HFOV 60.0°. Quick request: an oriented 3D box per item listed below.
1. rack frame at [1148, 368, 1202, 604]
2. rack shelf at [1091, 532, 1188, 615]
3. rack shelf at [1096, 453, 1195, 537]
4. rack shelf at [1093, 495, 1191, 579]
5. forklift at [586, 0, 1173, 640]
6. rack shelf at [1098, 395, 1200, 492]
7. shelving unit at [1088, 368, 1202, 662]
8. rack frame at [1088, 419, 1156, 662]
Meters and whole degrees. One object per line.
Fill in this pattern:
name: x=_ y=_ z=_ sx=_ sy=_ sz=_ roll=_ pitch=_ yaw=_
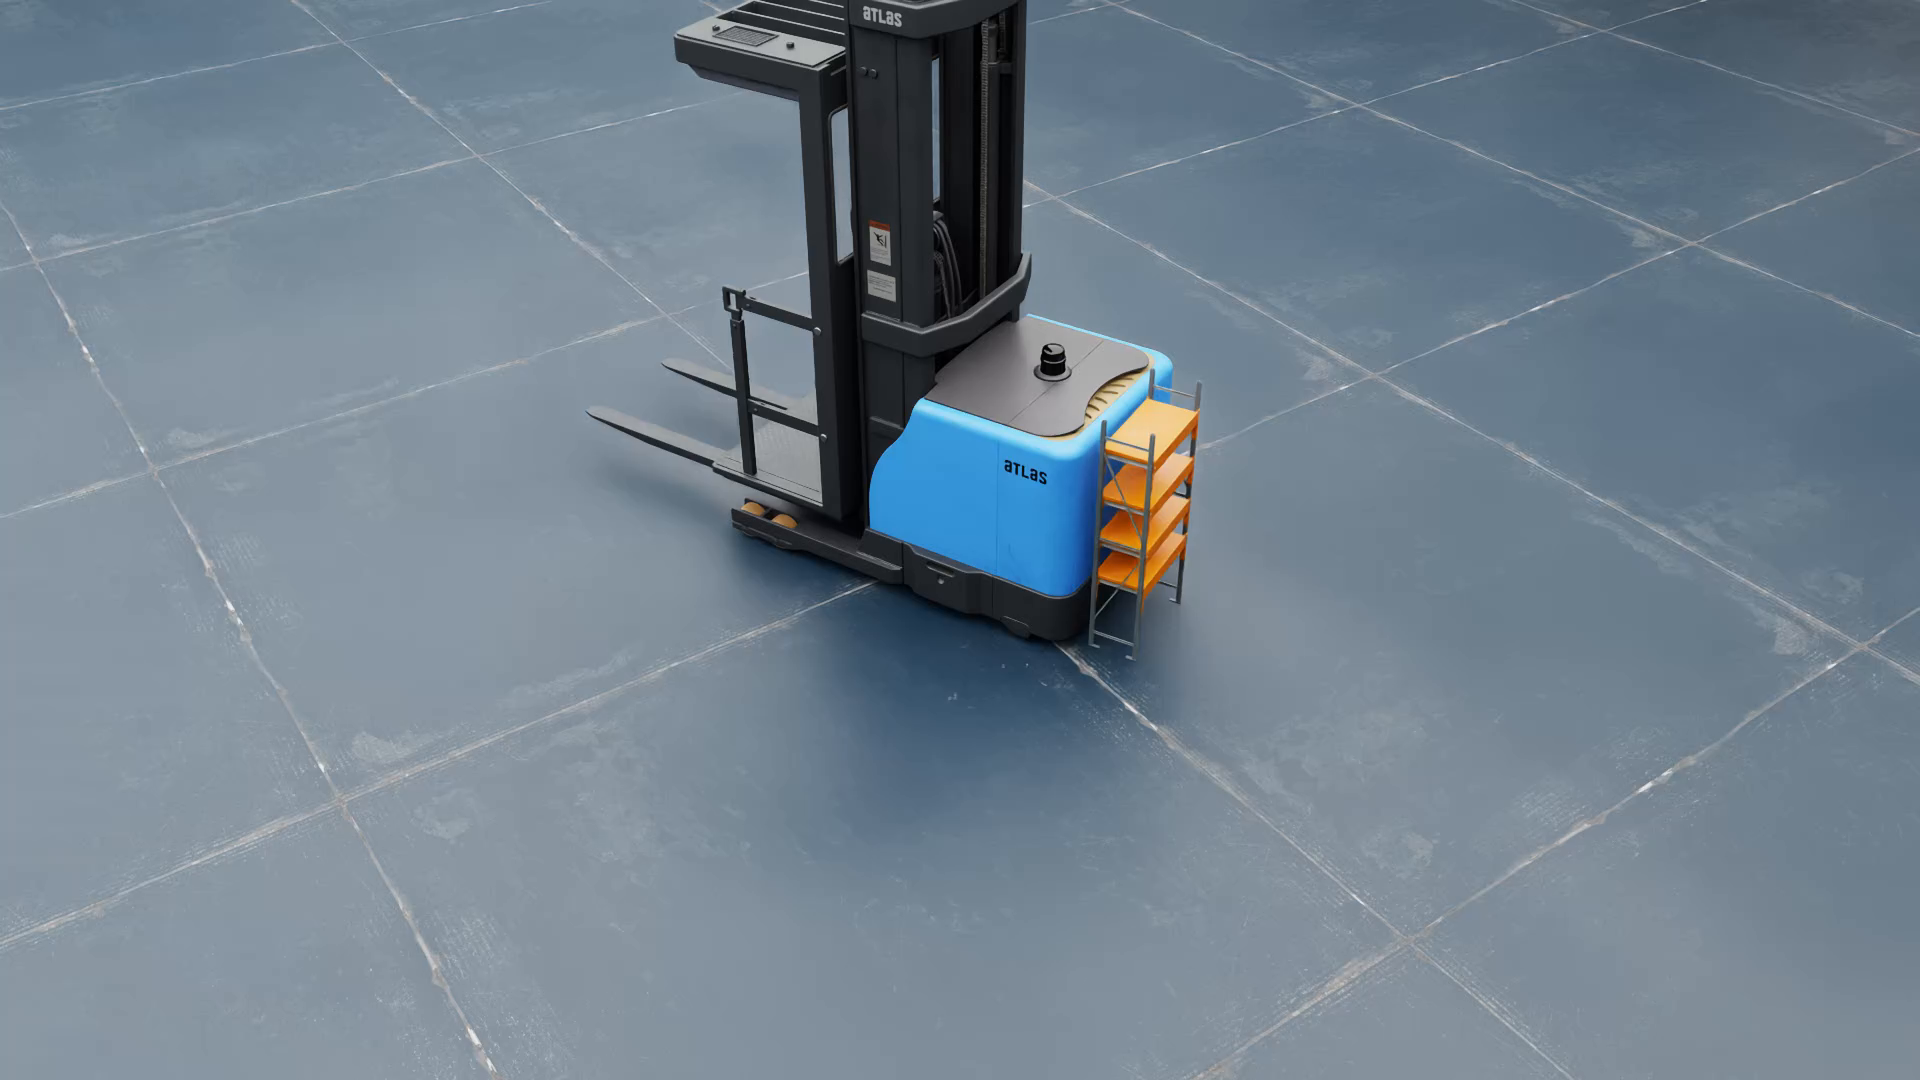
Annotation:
rack frame: x=0.933 y=-0.224 z=7.534 sx=0.240 sy=1.200 sz=0.015 roll=18 pitch=40 yaw=24
rack shelf: x=0.813 y=0.116 z=7.517 sx=0.258 sy=0.148 sz=0.480 roll=18 pitch=40 yaw=24
rack shelf: x=0.813 y=-0.227 z=7.270 sx=0.258 sy=0.148 sz=0.480 roll=18 pitch=40 yaw=24
rack shelf: x=0.813 y=-0.045 z=7.401 sx=0.258 sy=0.148 sz=0.480 roll=18 pitch=40 yaw=24
forklift: x=-0.531 y=-1.386 z=7.667 sx=3.031 sy=2.935 sz=1.130 roll=20 pitch=40 yaw=26
rack shelf: x=0.813 y=-0.419 z=7.132 sx=0.258 sy=0.148 sz=0.480 roll=18 pitch=40 yaw=24
shelving unit: x=0.813 y=-0.100 z=7.361 sx=0.258 sy=1.200 sz=0.503 roll=18 pitch=40 yaw=24
rack frame: x=0.693 y=0.024 z=7.189 sx=0.240 sy=1.200 sz=0.015 roll=18 pitch=40 yaw=24
